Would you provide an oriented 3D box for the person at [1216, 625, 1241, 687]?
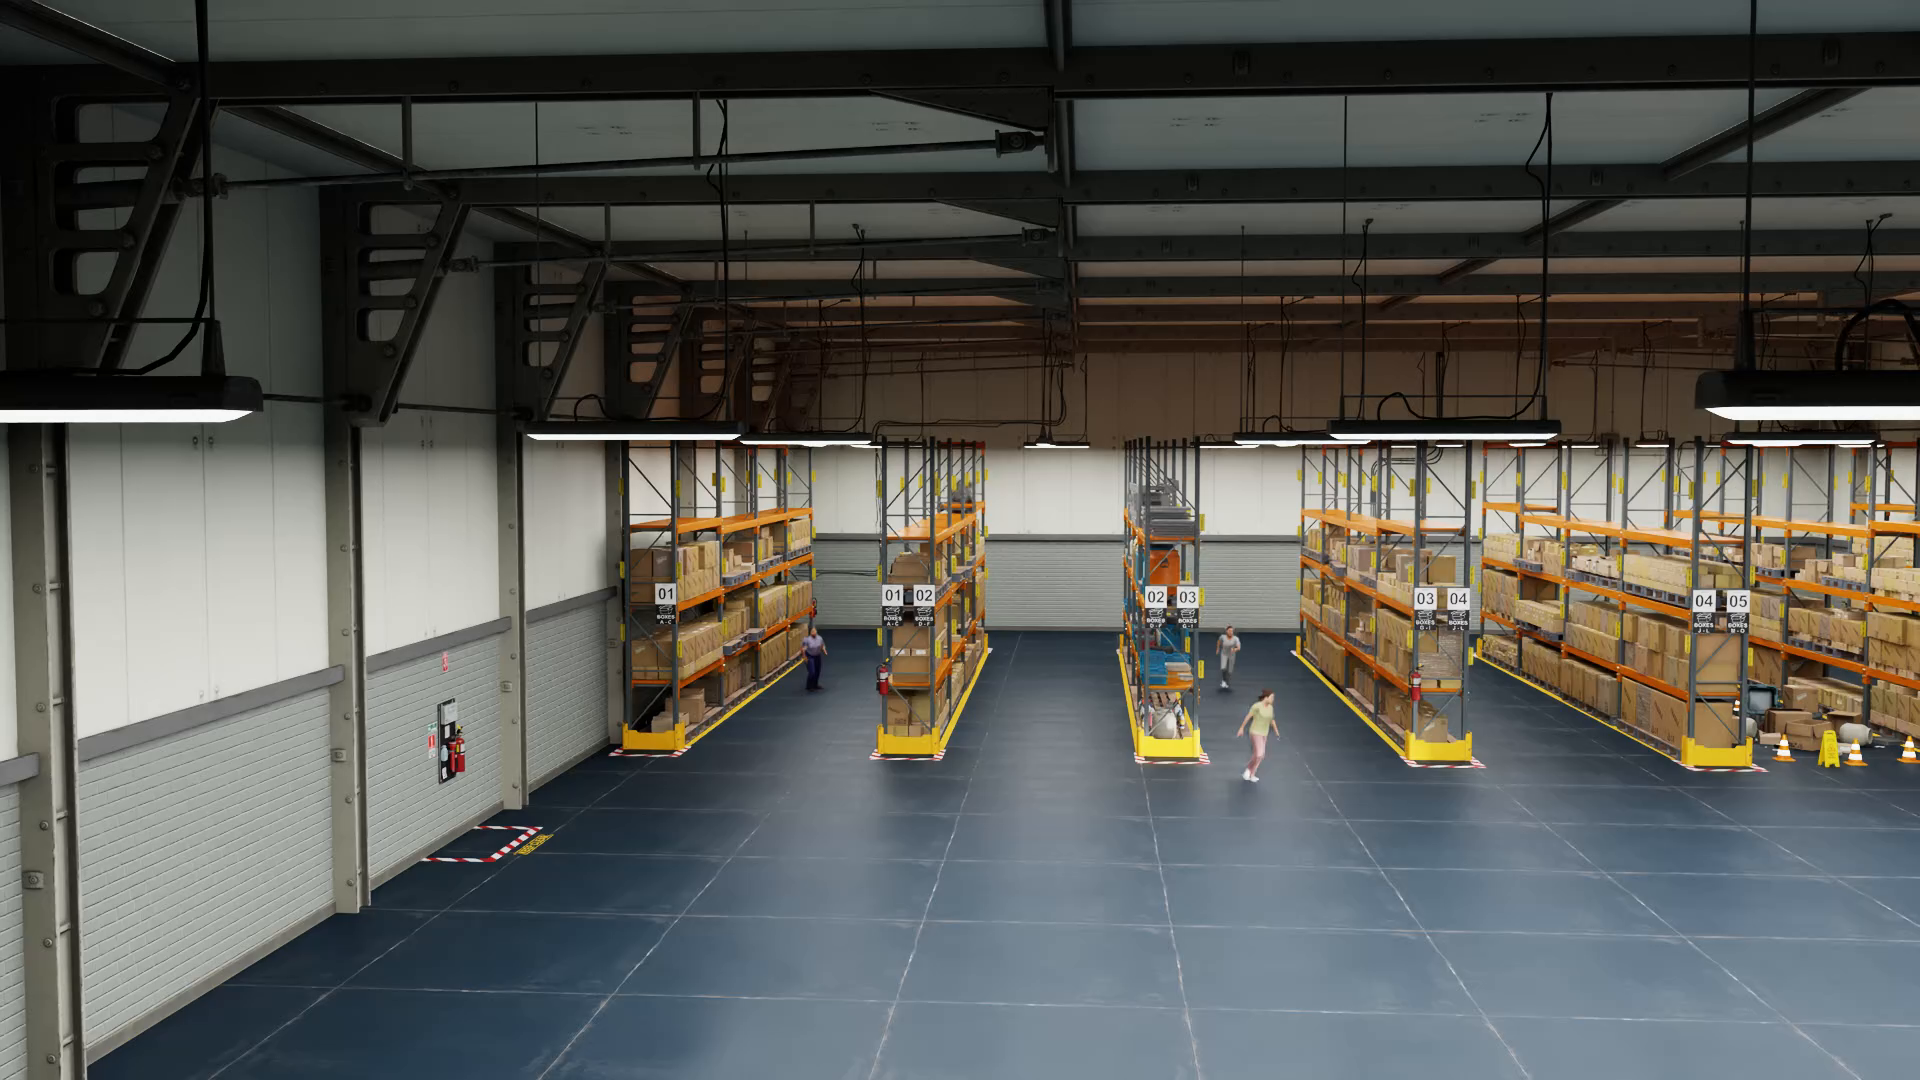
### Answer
[{"bbox_3d":[6.436,2.804,39.899,0.563,1.539,0.918,0,3,5],"label":"person"}]

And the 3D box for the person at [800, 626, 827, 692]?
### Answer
[{"bbox_3d":[-3.461,2.840,39.665,0.662,1.592,0.772,-3,4,-41],"label":"person"}]

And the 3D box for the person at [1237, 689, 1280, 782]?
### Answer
[{"bbox_3d":[5.179,3.370,28.767,0.588,1.631,0.556,-2,4,-35],"label":"person"}]
